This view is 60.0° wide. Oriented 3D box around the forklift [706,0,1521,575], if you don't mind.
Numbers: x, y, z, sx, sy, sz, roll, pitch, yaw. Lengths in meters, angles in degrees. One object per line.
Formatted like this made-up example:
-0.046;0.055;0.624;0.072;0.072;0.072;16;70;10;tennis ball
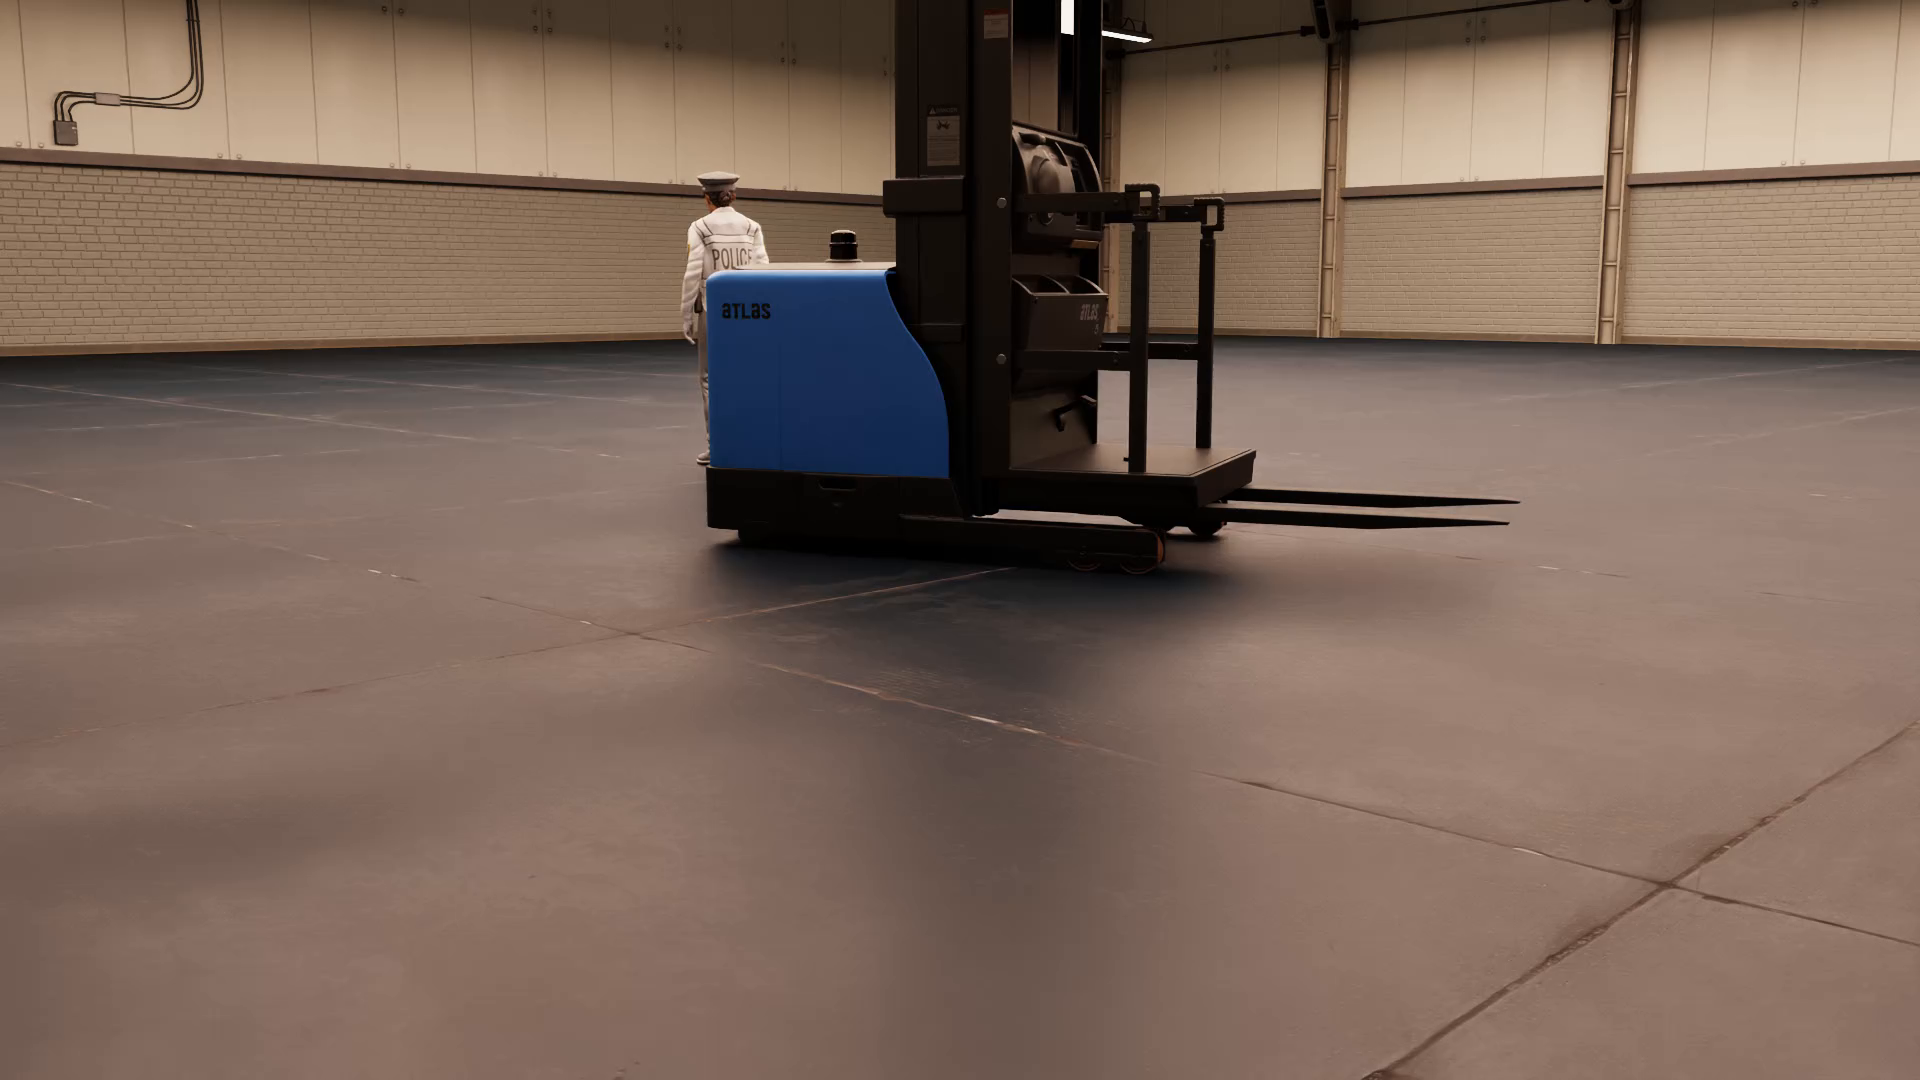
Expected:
0.565;-1.416;6.275;3.031;2.935;1.130;3;9;22;forklift

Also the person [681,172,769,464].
-1.329;-1.261;9.516;0.538;1.663;0.377;-4;9;-23;person
